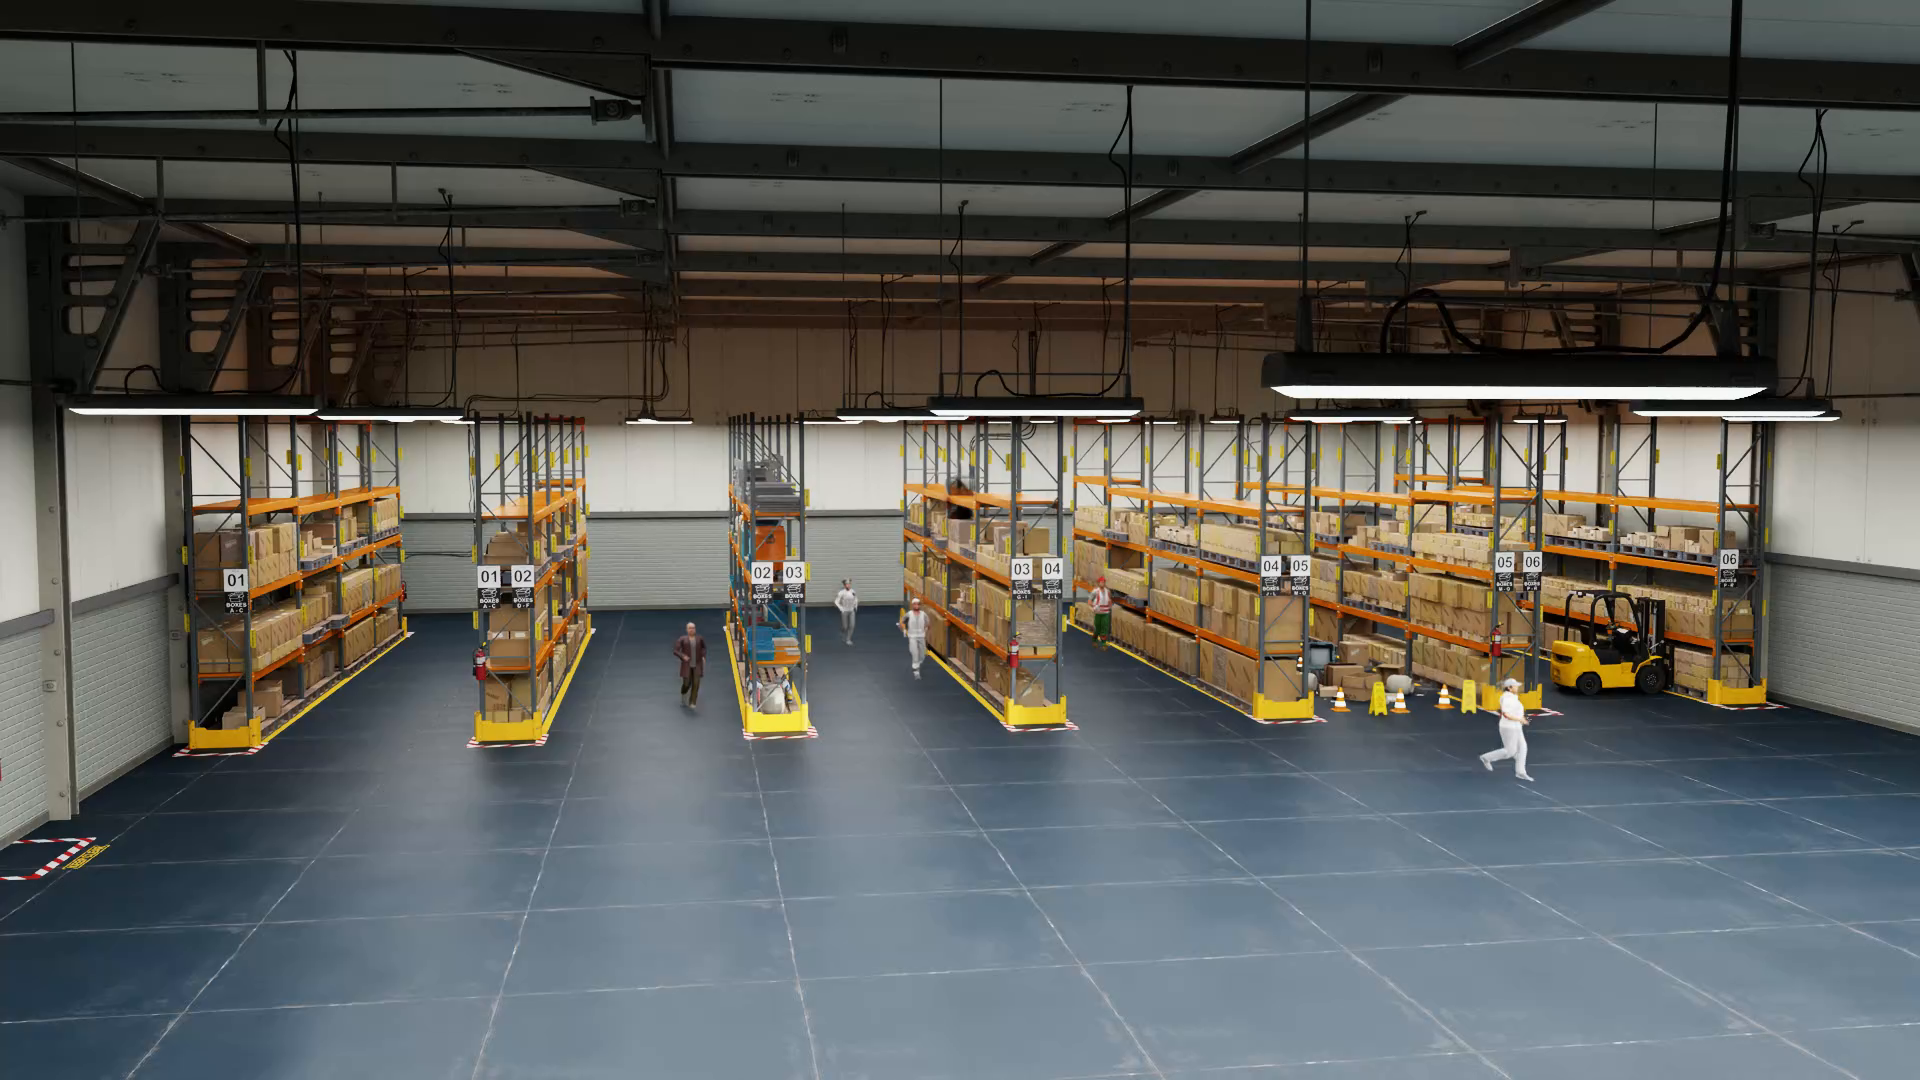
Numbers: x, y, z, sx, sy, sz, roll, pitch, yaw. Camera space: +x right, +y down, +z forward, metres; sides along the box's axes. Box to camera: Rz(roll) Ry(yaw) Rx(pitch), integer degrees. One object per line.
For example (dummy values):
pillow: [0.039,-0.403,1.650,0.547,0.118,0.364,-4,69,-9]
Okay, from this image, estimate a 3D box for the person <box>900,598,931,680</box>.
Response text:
person: [-0.961,2.167,36.603,0.669,1.758,0.834,-1,4,-13]

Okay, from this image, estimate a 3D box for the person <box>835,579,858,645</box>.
person: [-2.832,1.783,41.786,0.623,1.650,0.679,-2,4,-23]

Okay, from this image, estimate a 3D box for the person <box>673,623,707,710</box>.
person: [-5.477,2.550,33.827,0.709,1.737,0.757,-2,4,-23]

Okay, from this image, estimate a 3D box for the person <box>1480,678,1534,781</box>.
person: [8.909,3.075,27.035,0.841,1.667,0.607,2,4,24]

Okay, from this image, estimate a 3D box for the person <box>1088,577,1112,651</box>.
person: [3.449,1.789,40.442,0.667,1.780,0.787,-1,4,-19]
